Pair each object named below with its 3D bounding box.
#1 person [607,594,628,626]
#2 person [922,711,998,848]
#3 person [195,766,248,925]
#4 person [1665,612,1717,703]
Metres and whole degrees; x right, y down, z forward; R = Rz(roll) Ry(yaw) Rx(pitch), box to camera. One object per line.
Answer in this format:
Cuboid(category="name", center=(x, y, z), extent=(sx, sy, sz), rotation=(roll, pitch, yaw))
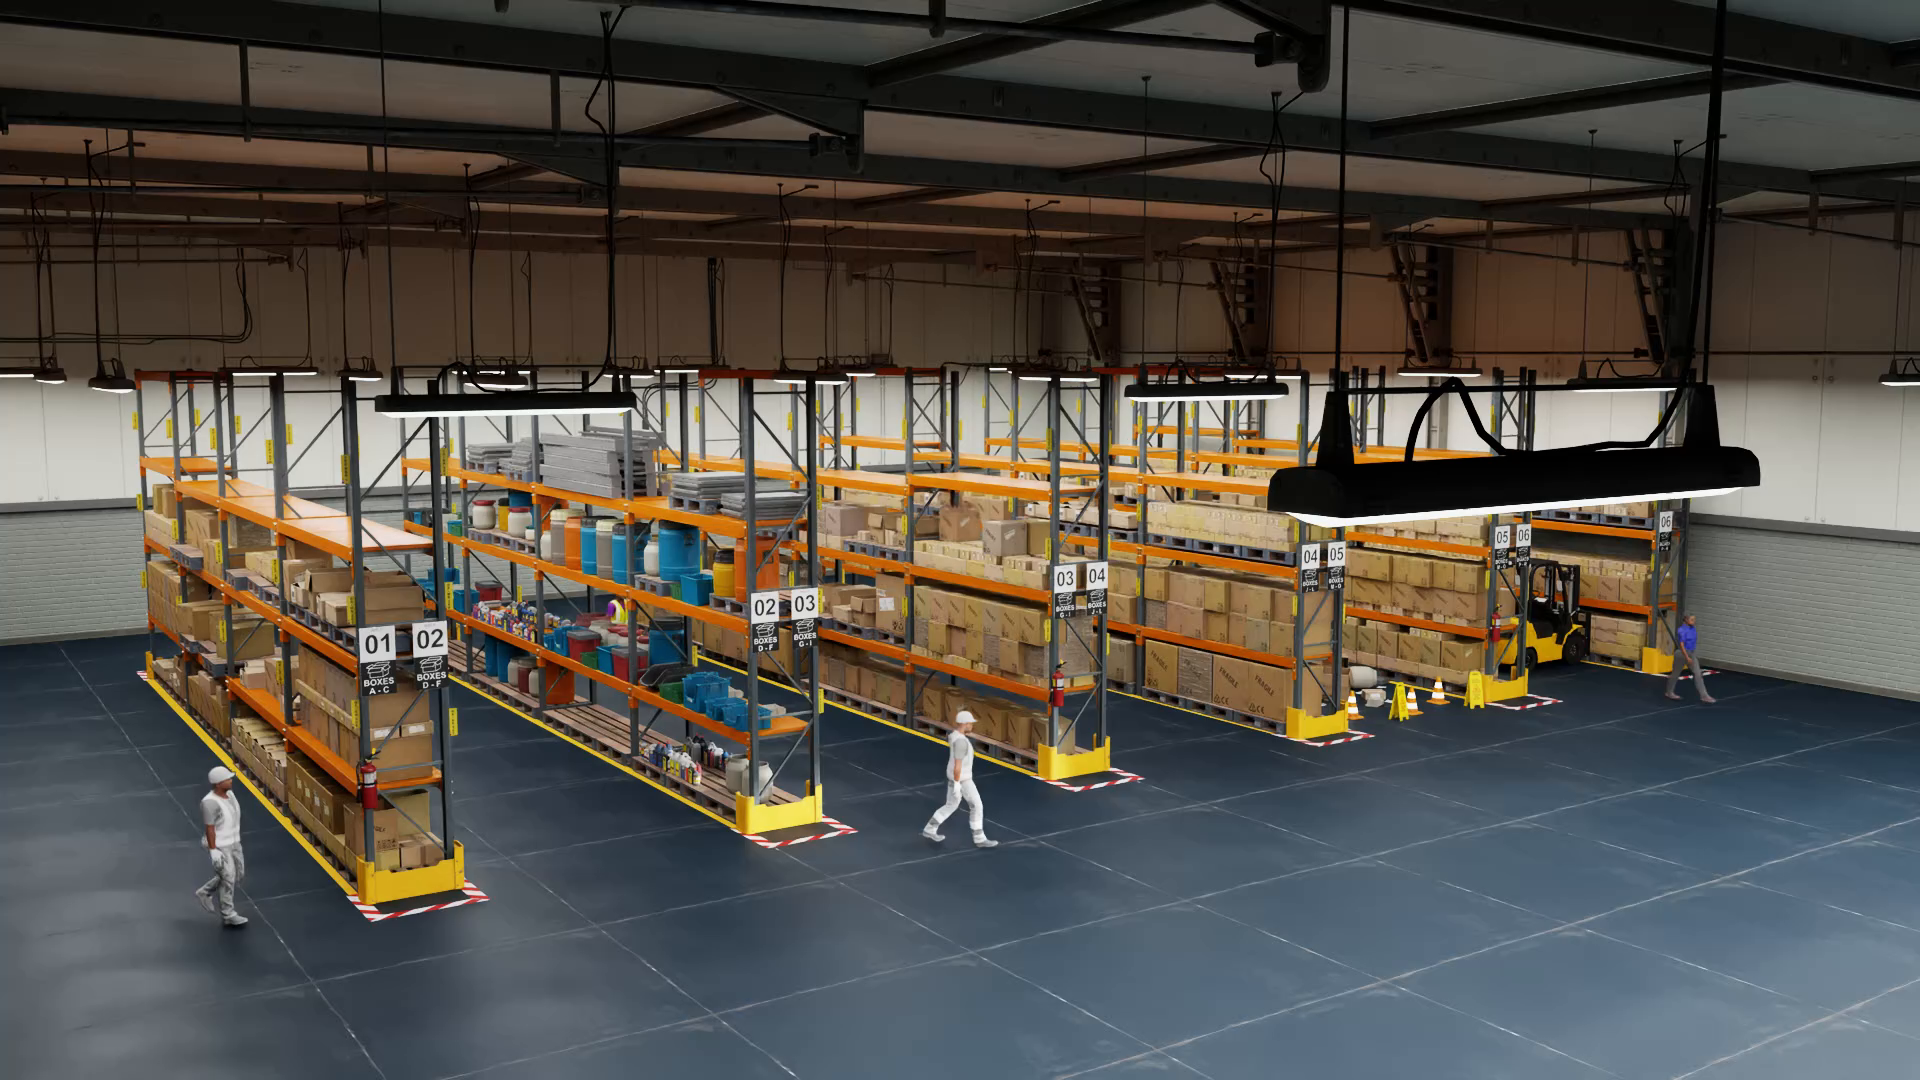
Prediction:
Cuboid(category="person", center=(-6.702, 1.764, 32.903), extent=(0.606, 1.714, 1.093), rotation=(-5, 8, -37))
Cuboid(category="person", center=(-0.011, 3.062, 21.340), extent=(0.917, 1.755, 0.547), rotation=(-1, 7, -13))
Cuboid(category="person", center=(-8.217, 3.365, 18.401), extent=(0.710, 1.769, 0.557), rotation=(1, 7, 10))
Cuboid(category="person", center=(13.216, 2.116, 30.083), extent=(0.483, 1.607, 0.919), rotation=(-3, 7, -25))
